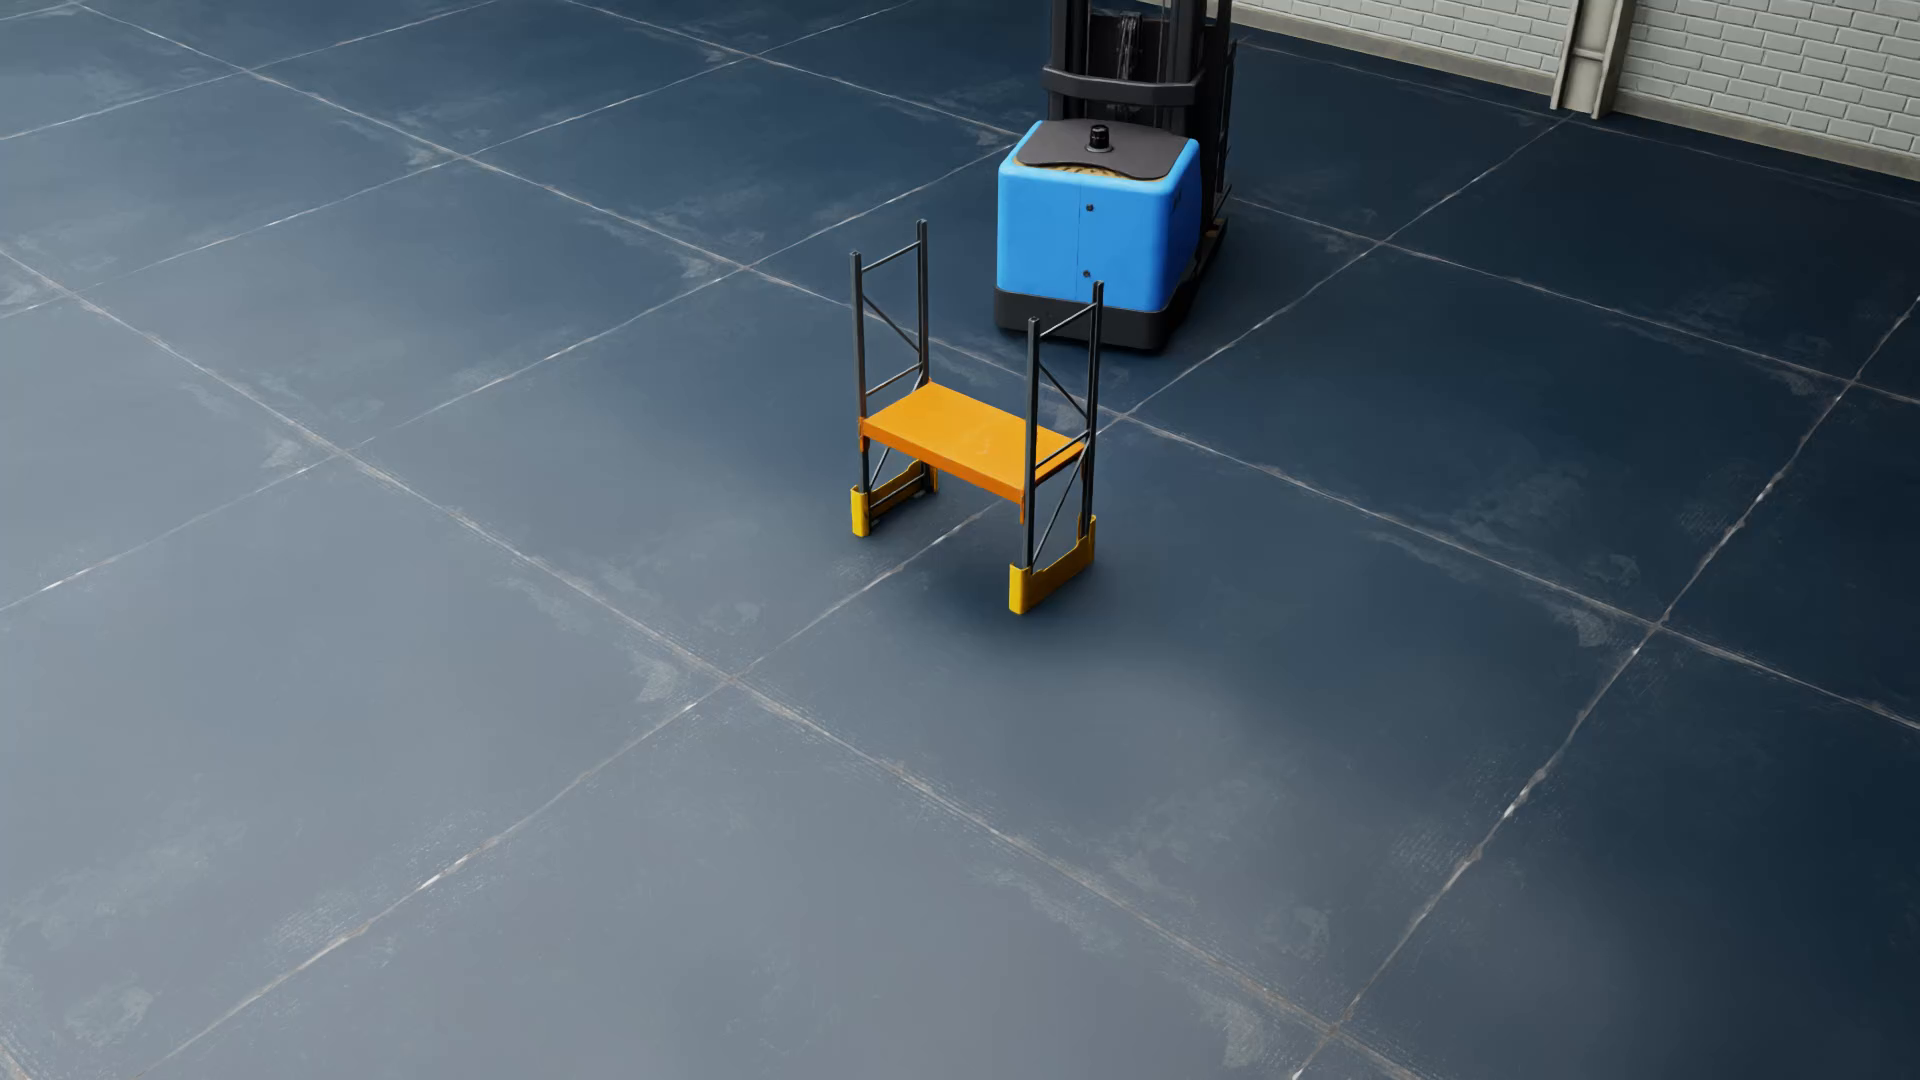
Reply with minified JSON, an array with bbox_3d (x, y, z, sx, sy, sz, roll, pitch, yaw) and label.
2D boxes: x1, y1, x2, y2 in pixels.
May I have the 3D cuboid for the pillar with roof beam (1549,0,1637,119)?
[{"bbox_3d":[2.197,-5.277,7.985,0.400,9.000,9.100,25,42,32],"label":"pillar with roof beam"}]

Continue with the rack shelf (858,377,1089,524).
[{"bbox_3d":[0.066,-0.439,7.882,1.000,0.185,0.538,25,42,32],"label":"rack shelf"}]

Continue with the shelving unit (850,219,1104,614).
[{"bbox_3d":[0.059,-0.591,7.785,1.083,1.500,0.587,25,42,32],"label":"shelving unit"}]

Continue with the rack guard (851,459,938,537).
[{"bbox_3d":[-0.324,-0.256,8.402,0.087,0.250,0.587,25,42,32],"label":"rack guard"}]

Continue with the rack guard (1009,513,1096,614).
[{"bbox_3d":[0.441,0.105,7.876,0.087,0.250,0.587,25,42,32],"label":"rack guard"}]

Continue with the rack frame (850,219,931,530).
[{"bbox_3d":[-0.325,-0.771,8.049,0.032,1.500,0.500,25,42,32],"label":"rack frame"}]

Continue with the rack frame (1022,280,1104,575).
[{"bbox_3d":[0.456,-0.403,7.512,0.032,1.500,0.500,25,42,32],"label":"rack frame"}]

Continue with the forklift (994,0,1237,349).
[{"bbox_3d":[1.157,-3.156,10.257,1.130,2.935,3.031,11,36,15],"label":"forklift"}]
